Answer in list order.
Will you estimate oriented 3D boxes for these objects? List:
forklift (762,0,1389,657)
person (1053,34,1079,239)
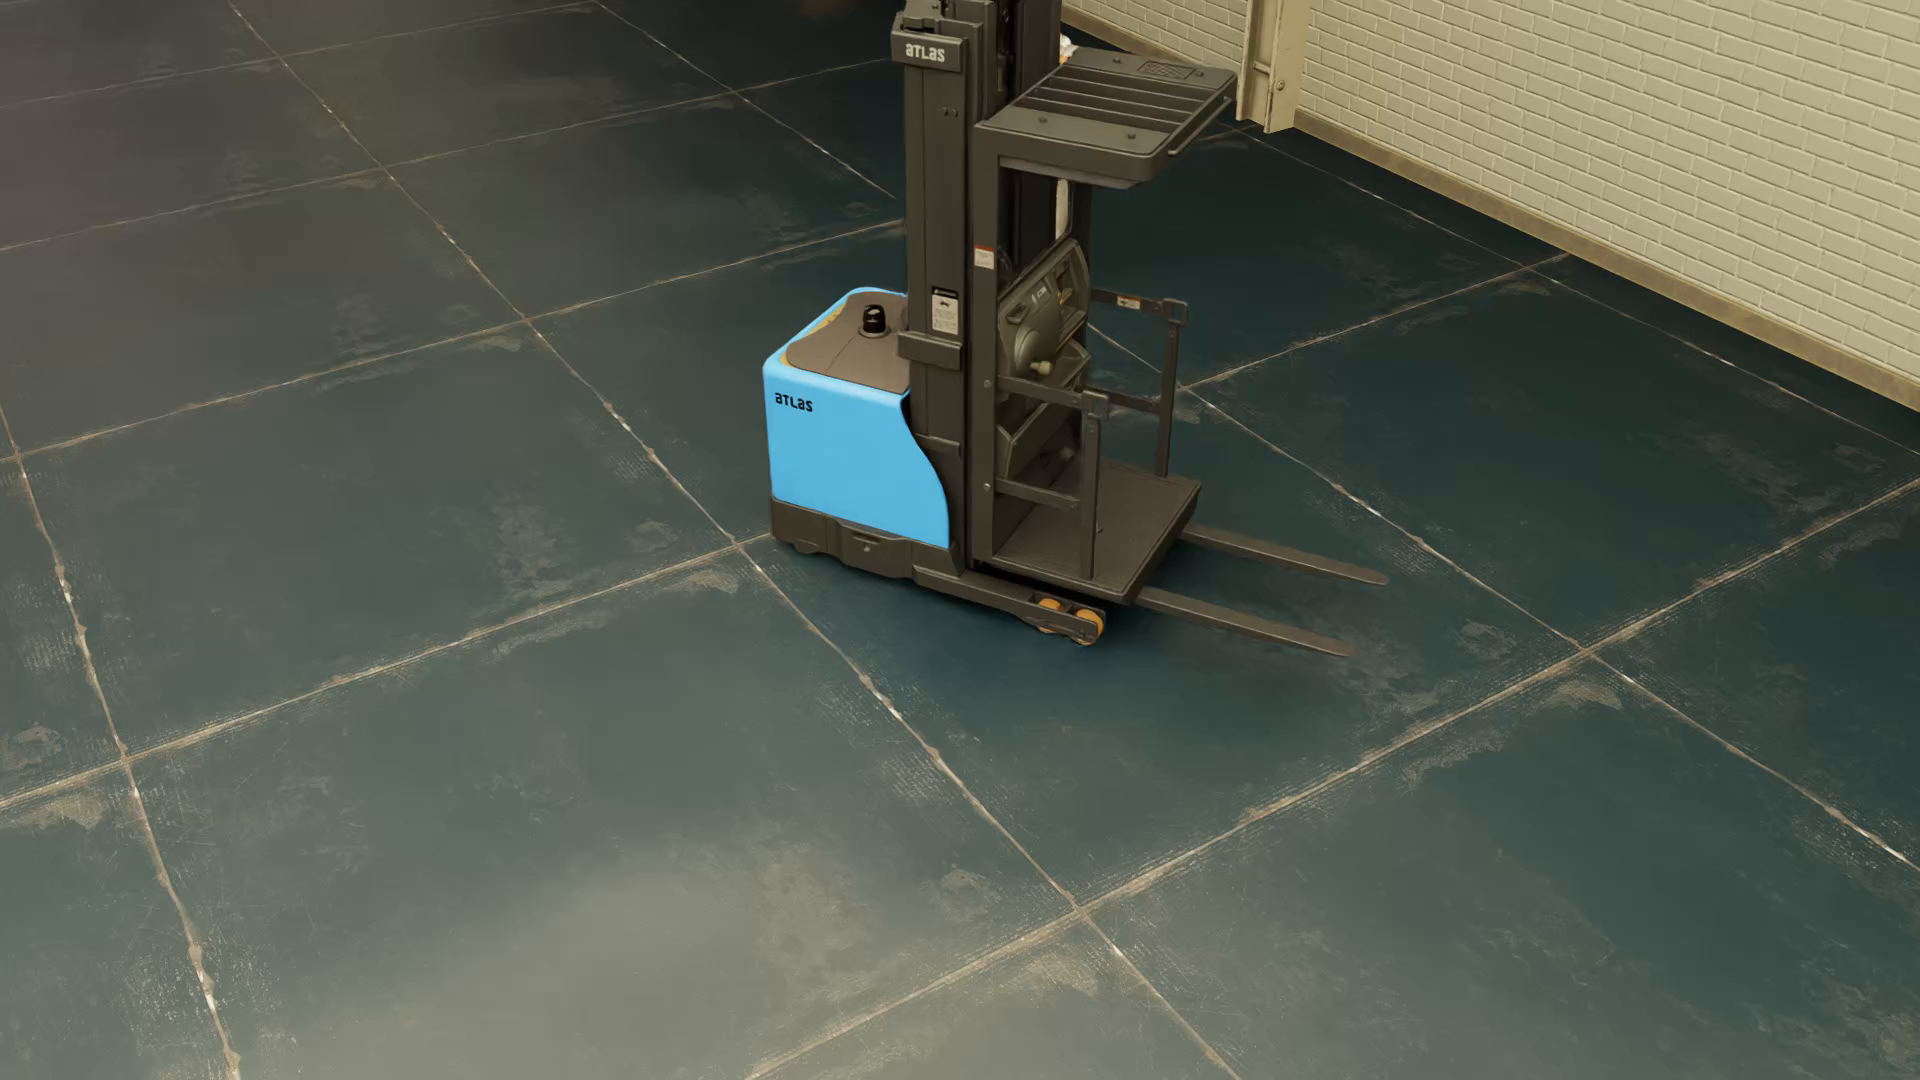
[{"bbox_3d":[0.574,-1.048,7.639,3.031,2.935,1.130,16,38,21],"label":"forklift"},{"bbox_3d":[0.615,-2.422,10.702,0.395,1.668,0.486,1,35,1],"label":"person"}]
